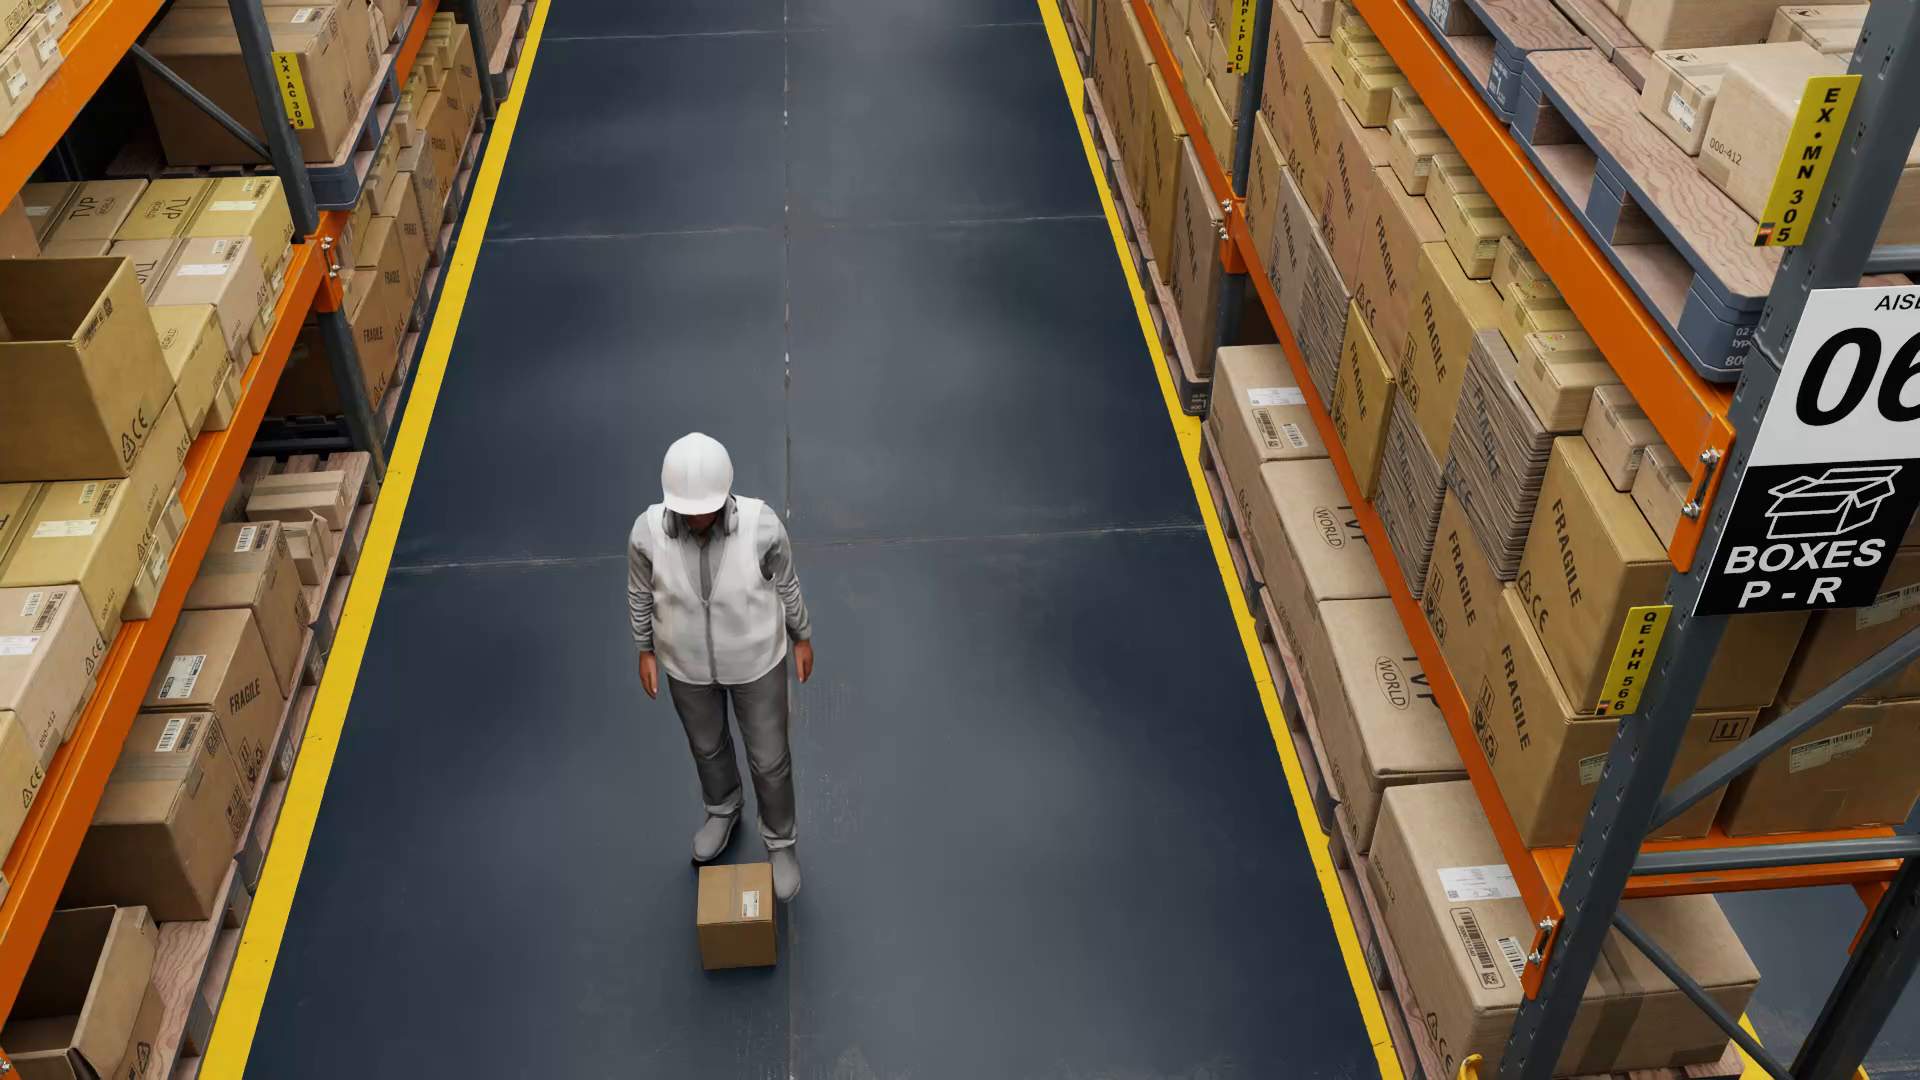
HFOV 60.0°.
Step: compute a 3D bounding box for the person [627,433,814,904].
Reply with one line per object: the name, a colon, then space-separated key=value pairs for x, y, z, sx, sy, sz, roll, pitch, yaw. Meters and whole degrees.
person: x=-0.804 y=0.445 z=5.574 sx=0.600 sy=1.794 sz=0.516 roll=0 pitch=39 yaw=0
